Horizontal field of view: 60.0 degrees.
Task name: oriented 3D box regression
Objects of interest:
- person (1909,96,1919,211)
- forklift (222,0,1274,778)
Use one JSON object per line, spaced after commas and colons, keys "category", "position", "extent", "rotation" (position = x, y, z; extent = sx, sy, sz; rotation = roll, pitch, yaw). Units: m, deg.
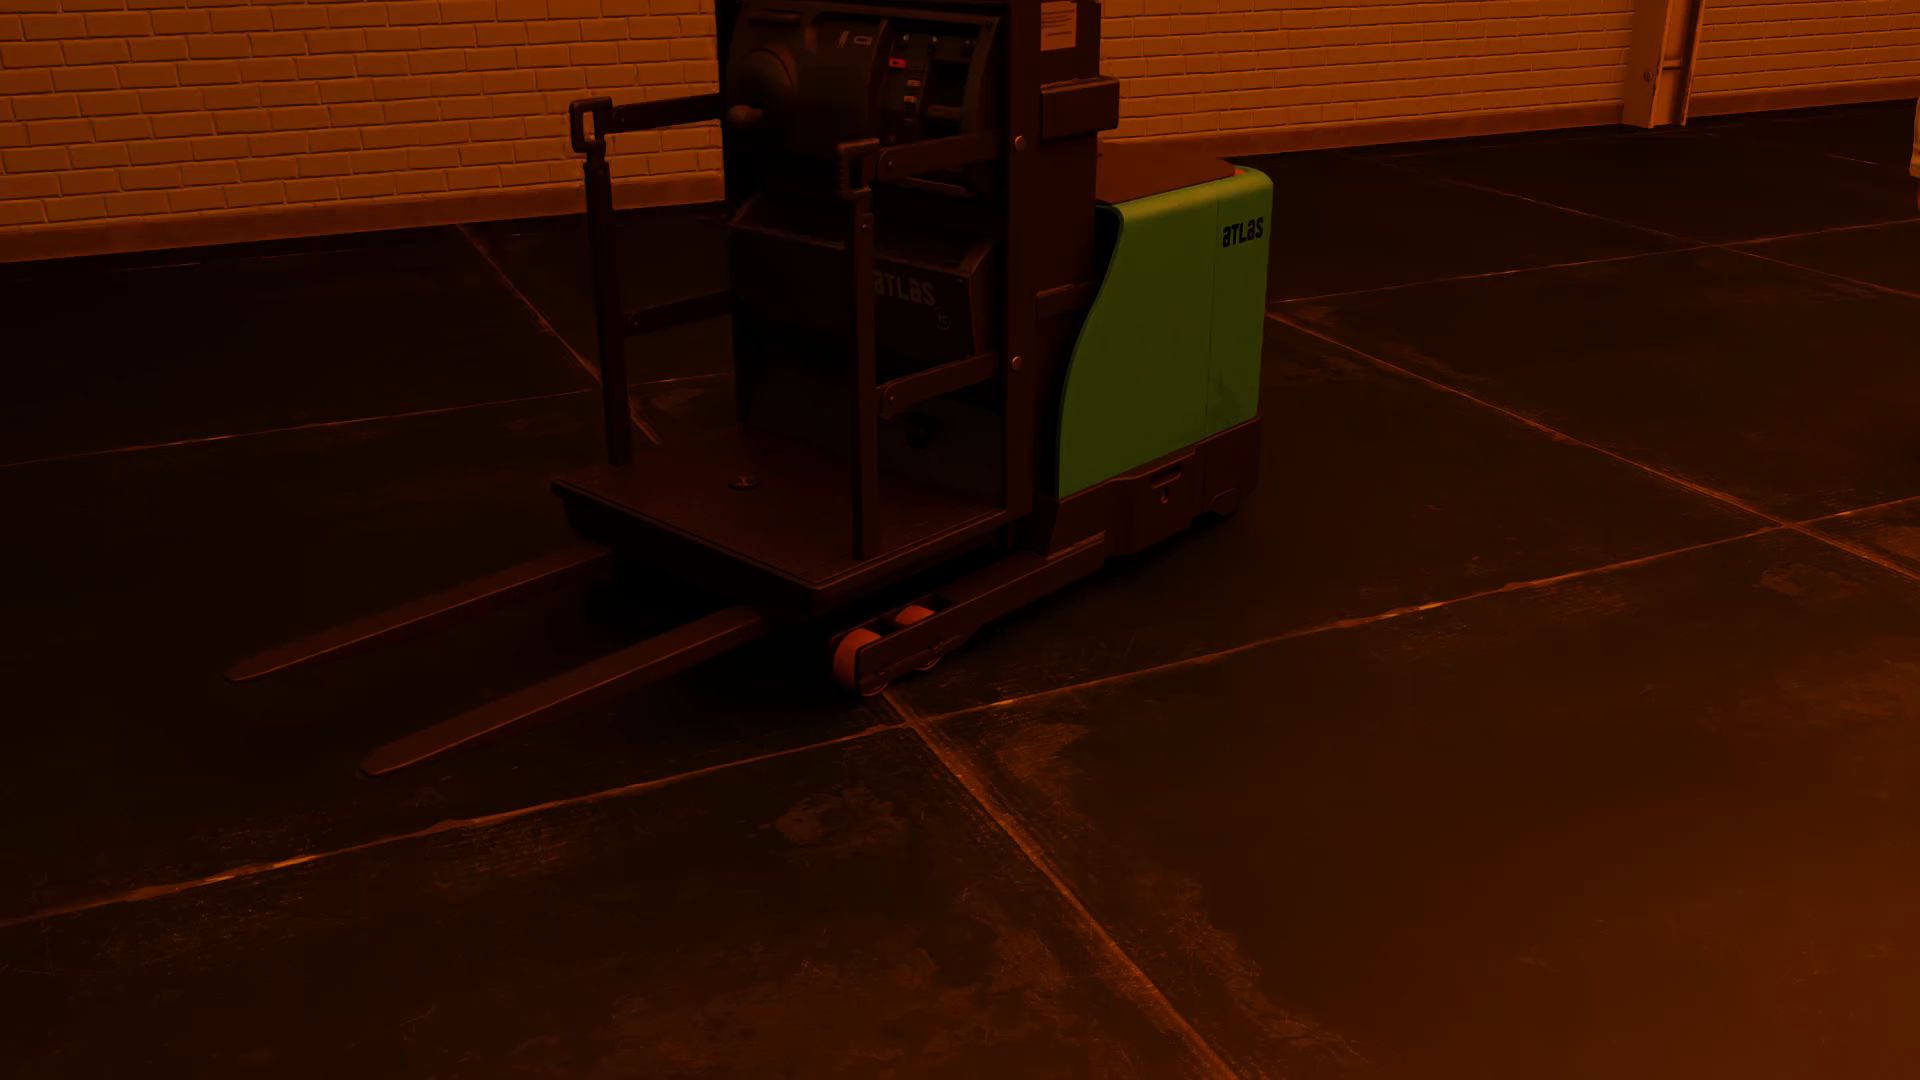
{"category": "person", "position": [3.597, -1.185, 5.622], "extent": [0.578, 1.779, 0.698], "rotation": [-15, 27, -32]}
{"category": "forklift", "position": [-0.413, -1.182, 4.131], "extent": [1.130, 2.935, 3.031], "rotation": [19, 29, 39]}
